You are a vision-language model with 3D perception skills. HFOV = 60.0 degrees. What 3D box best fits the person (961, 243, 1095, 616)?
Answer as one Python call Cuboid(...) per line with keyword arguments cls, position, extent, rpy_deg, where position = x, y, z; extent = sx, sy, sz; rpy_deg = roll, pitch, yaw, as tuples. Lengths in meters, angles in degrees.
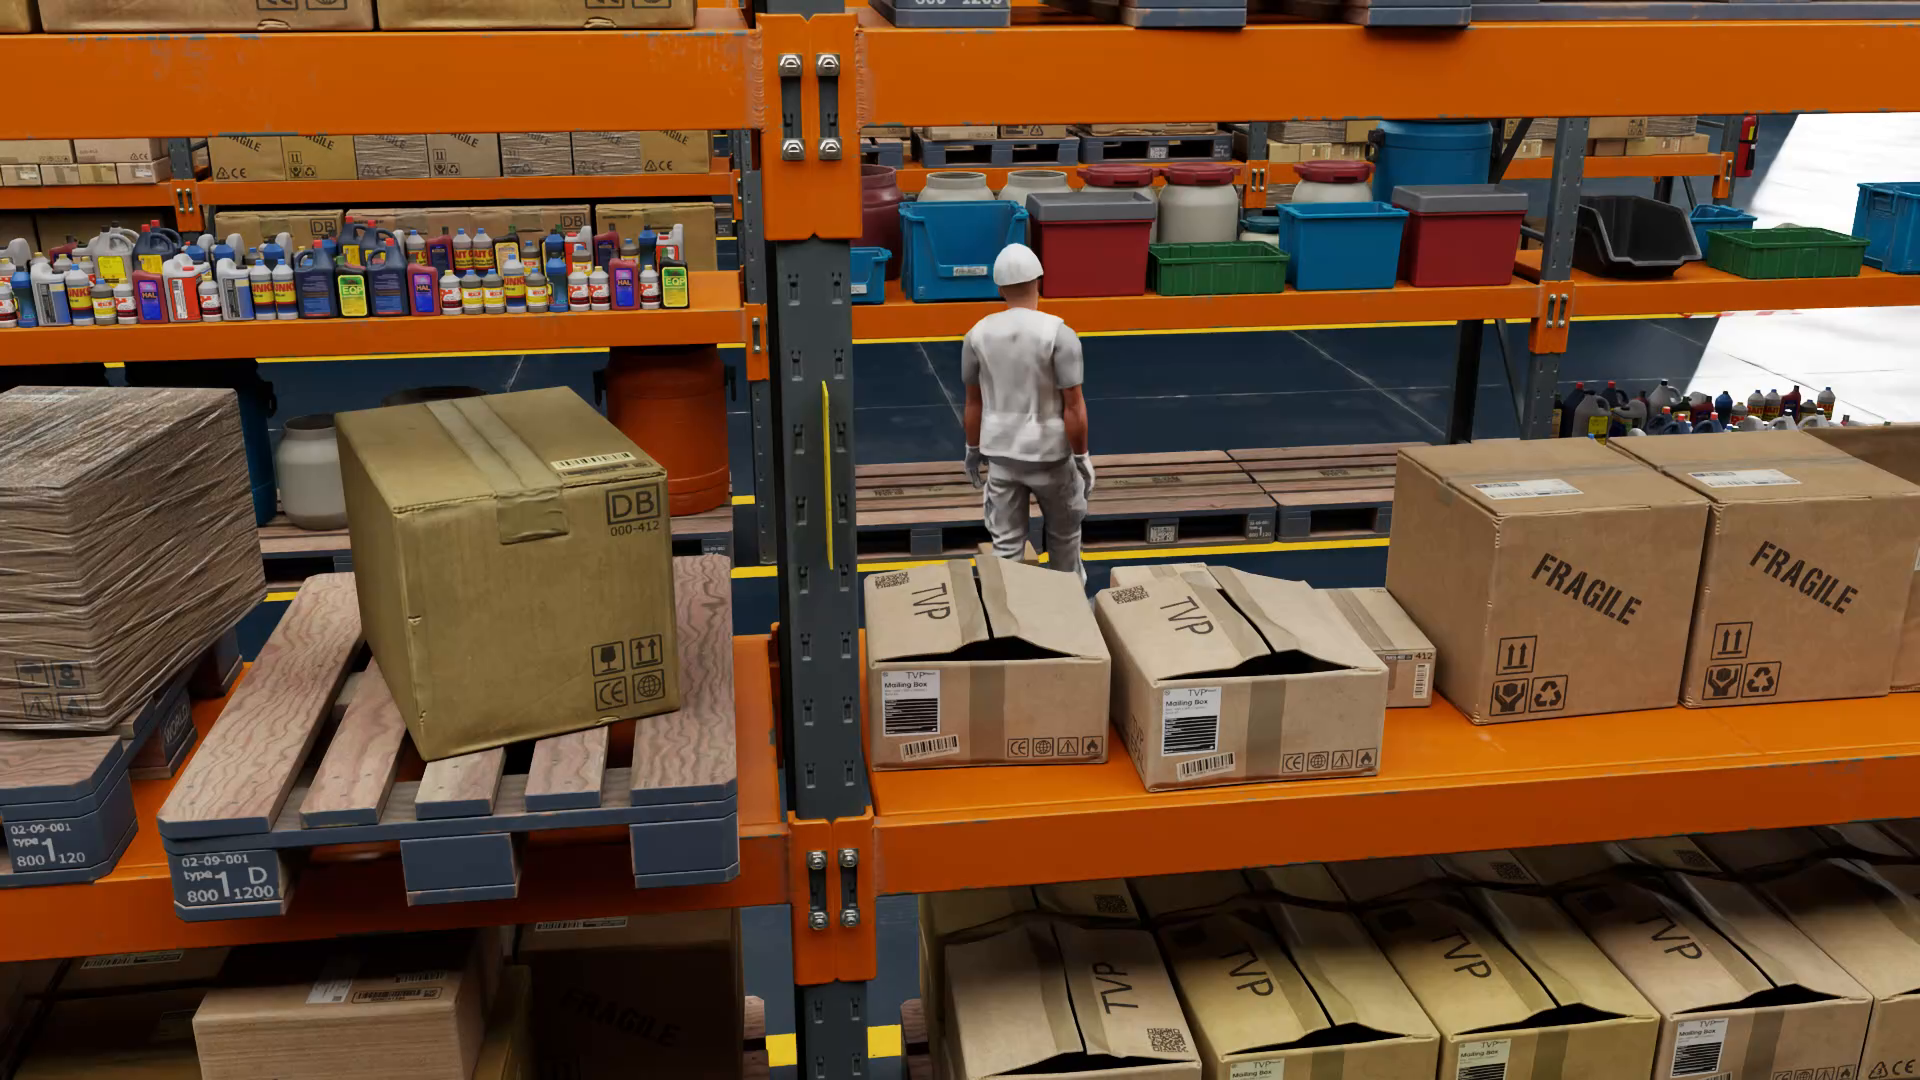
Cuboid(cls="person", position=(0.333, -0.390, 7.085), extent=(0.597, 1.774, 0.718), rpy_deg=(7, 21, 19))
